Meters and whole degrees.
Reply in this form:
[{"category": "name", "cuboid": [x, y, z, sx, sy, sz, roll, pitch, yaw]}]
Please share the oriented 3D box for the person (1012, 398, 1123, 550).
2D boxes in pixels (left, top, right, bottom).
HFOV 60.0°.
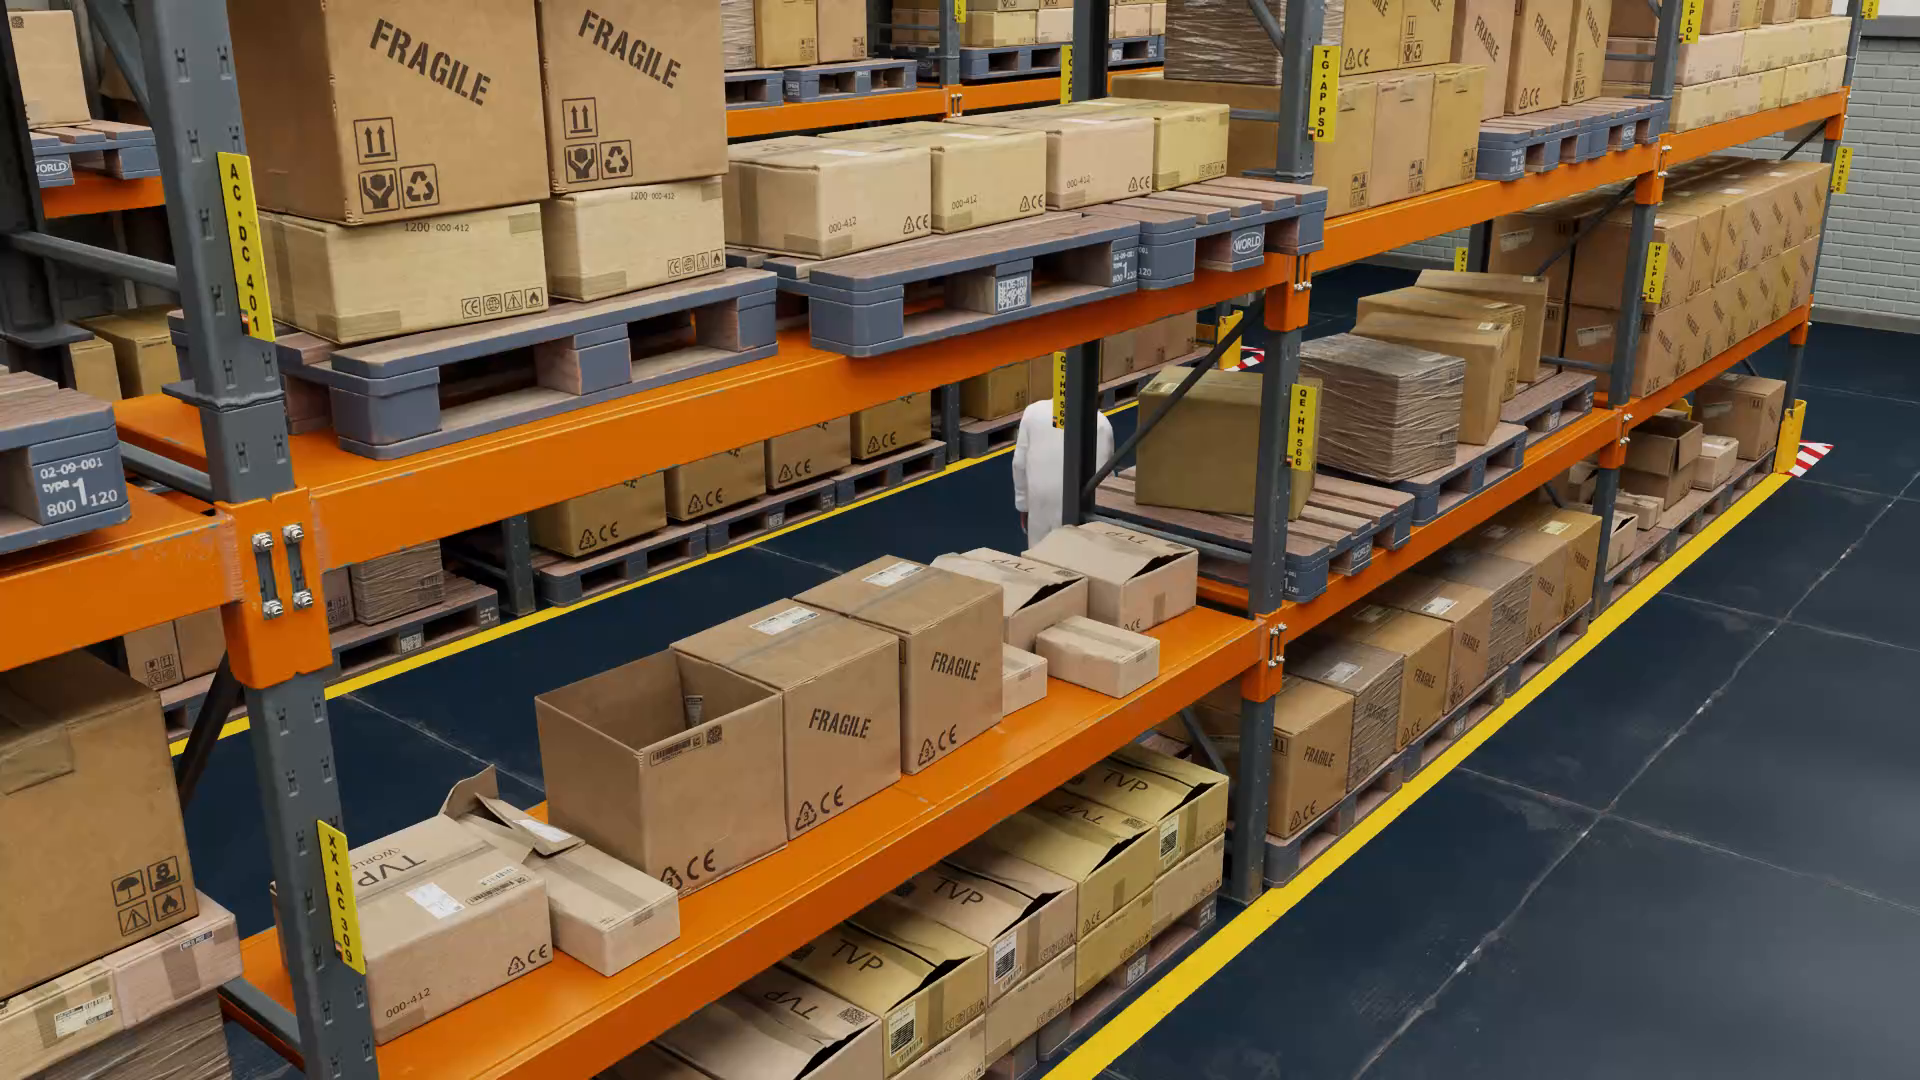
[{"category": "person", "cuboid": [0.578, -0.118, 8.922, 0.652, 1.773, 0.425, 14, 24, 33]}]
